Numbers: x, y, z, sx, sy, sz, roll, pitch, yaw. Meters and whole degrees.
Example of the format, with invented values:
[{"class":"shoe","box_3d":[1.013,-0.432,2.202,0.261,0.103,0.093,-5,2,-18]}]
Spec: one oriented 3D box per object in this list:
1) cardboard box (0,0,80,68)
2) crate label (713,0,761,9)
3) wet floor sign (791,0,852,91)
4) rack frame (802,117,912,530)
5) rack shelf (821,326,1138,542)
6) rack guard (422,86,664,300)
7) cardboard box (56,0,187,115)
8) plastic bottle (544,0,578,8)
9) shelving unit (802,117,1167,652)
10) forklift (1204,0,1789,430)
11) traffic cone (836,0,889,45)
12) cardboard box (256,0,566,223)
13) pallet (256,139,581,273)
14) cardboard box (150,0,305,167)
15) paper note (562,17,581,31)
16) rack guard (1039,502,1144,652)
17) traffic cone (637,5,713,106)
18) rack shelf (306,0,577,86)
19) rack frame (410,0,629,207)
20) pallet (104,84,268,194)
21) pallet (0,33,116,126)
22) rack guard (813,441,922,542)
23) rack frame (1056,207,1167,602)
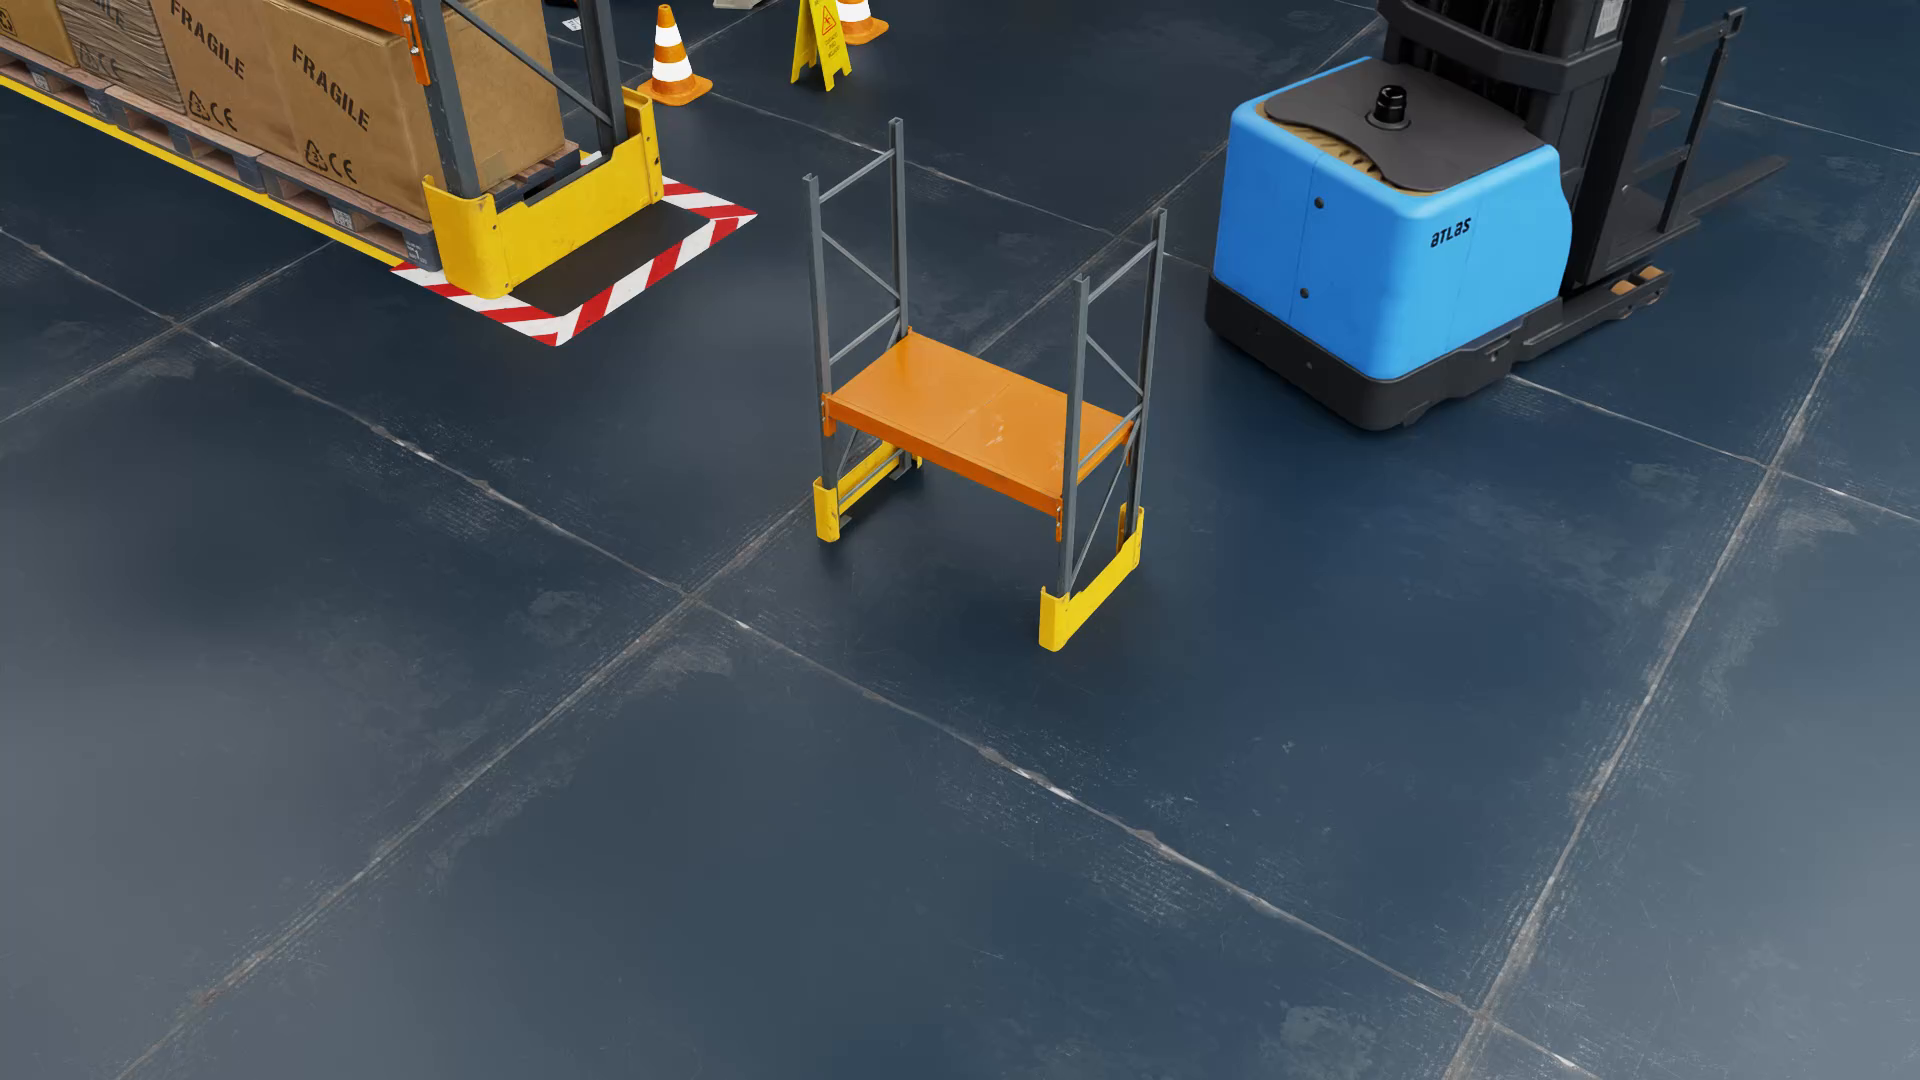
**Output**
[{"class":"cardboard box","box_3d":[-4.717,-3.190,8.844,0.875,0.875,0.875,26,48,26]},{"class":"crate label","box_3d":[-1.289,-3.238,9.766,0.298,0.136,0.250,3,42,4]},{"class":"wet floor sign","box_3d":[-0.757,-2.765,8.856,0.232,0.644,0.267,17,45,18]},{"class":"rack frame","box_3d":[-0.346,-0.721,5.931,0.032,1.500,0.500,25,48,25]},{"class":"rack shelf","box_3d":[0.070,-0.392,5.833,1.000,0.185,0.538,25,48,25]},{"class":"rack guard","box_3d":[-1.897,-1.632,7.699,0.348,0.500,1.175,25,48,25]},{"class":"cardboard box","box_3d":[-3.977,-2.847,8.460,0.875,0.875,0.875,25,48,26]},{"class":"plastic bottle","box_3d":[-2.350,-3.196,9.776,0.283,0.061,0.133,10,43,11]},{"class":"shelving unit","box_3d":[0.062,-0.530,5.717,1.083,1.500,0.587,25,48,25]},{"class":"forklift","box_3d":[2.547,-2.325,6.651,3.031,2.935,1.130,-26,48,-26]},{"class":"traffic cone","box_3d":[-0.609,-3.092,9.359,0.334,0.463,0.336,25,48,25]},{"class":"cardboard box","box_3d":[-2.510,-2.161,7.694,0.875,0.875,0.875,25,48,26]},{"class":"pallet","box_3d":[-2.617,-1.797,8.100,1.213,0.211,1.003,25,48,25]},{"class":"cardboard box","box_3d":[-3.232,-2.497,8.069,0.875,0.875,0.875,24,47,25]},{"class":"paper note","box_3d":[-2.192,-2.977,9.555,0.144,0.017,0.142,-25,48,-25]},{"class":"rack guard","box_3d":[0.470,0.127,5.921,0.087,0.250,0.587,25,48,25]},{"class":"traffic cone","box_3d":[-1.537,-2.606,8.815,0.334,0.463,0.336,25,48,25]},{"class":"rack shelf","box_3d":[-3.555,-3.070,7.971,4.000,0.370,1.077,25,48,25]},{"class":"rack frame","box_3d":[-1.917,-2.573,6.875,0.127,3.000,1.000,25,48,25]},{"class":"pallet","box_3d":[-3.611,-2.264,8.622,1.213,0.211,1.003,25,48,25]},{"class":"pallet","box_3d":[-4.614,-2.731,9.144,1.213,0.211,1.003,25,48,25]},{"class":"rack guard","box_3d":[-0.345,-0.255,6.347,0.087,0.250,0.587,25,48,25]},{"class":"rack frame","box_3d":[0.486,-0.332,5.496,0.032,1.500,0.500,25,48,25]}]
